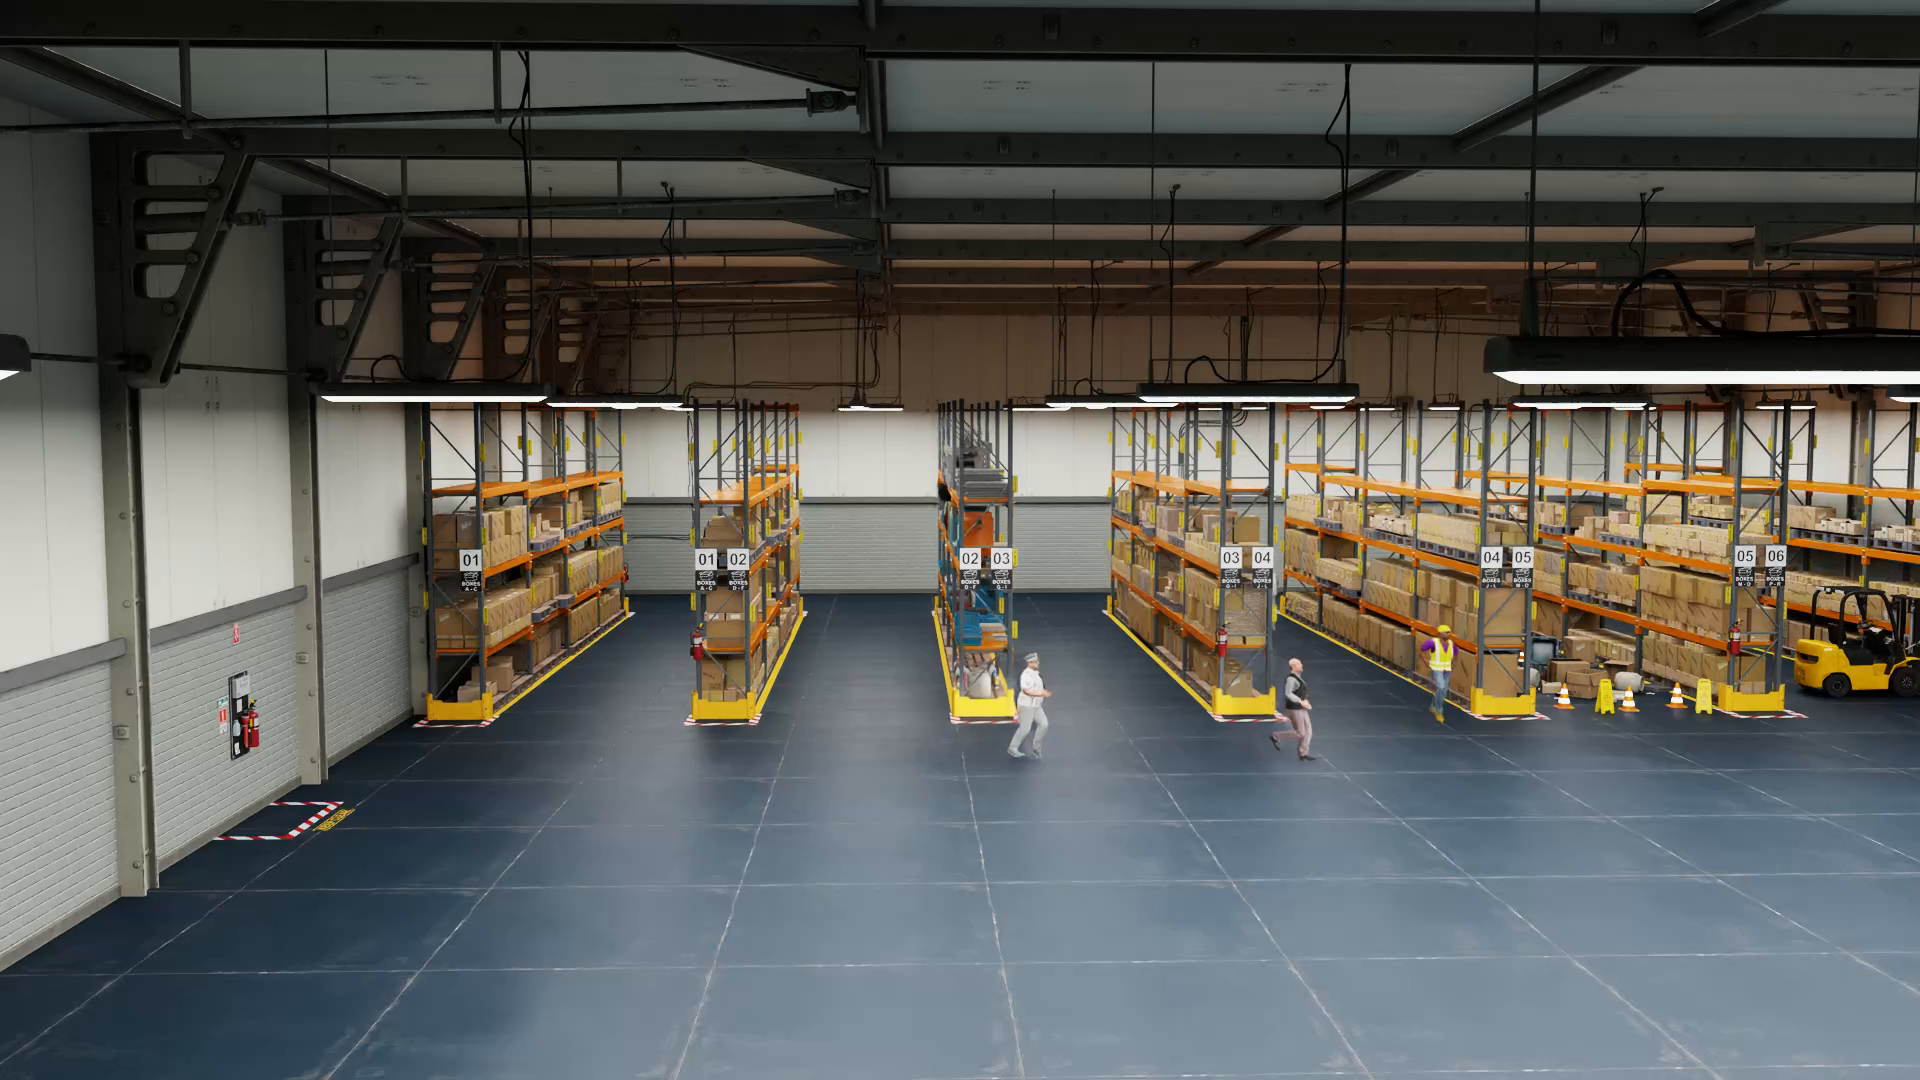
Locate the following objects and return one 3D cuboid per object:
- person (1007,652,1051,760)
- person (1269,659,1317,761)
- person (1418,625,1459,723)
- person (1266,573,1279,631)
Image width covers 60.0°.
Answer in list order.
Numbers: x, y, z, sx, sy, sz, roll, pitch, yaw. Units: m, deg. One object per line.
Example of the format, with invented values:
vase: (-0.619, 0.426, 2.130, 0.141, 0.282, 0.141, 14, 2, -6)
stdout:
person: (1.175, 2.778, 27.496, 0.769, 1.868, 0.679, 2, 5, 24)
person: (5.529, 2.799, 27.466, 0.778, 1.692, 0.661, 2, 5, 22)
person: (9.033, 2.487, 31.197, 0.704, 1.805, 0.770, -1, 5, -16)
person: (8.179, 1.477, 44.096, 0.662, 1.772, 0.954, 0, 4, -6)
